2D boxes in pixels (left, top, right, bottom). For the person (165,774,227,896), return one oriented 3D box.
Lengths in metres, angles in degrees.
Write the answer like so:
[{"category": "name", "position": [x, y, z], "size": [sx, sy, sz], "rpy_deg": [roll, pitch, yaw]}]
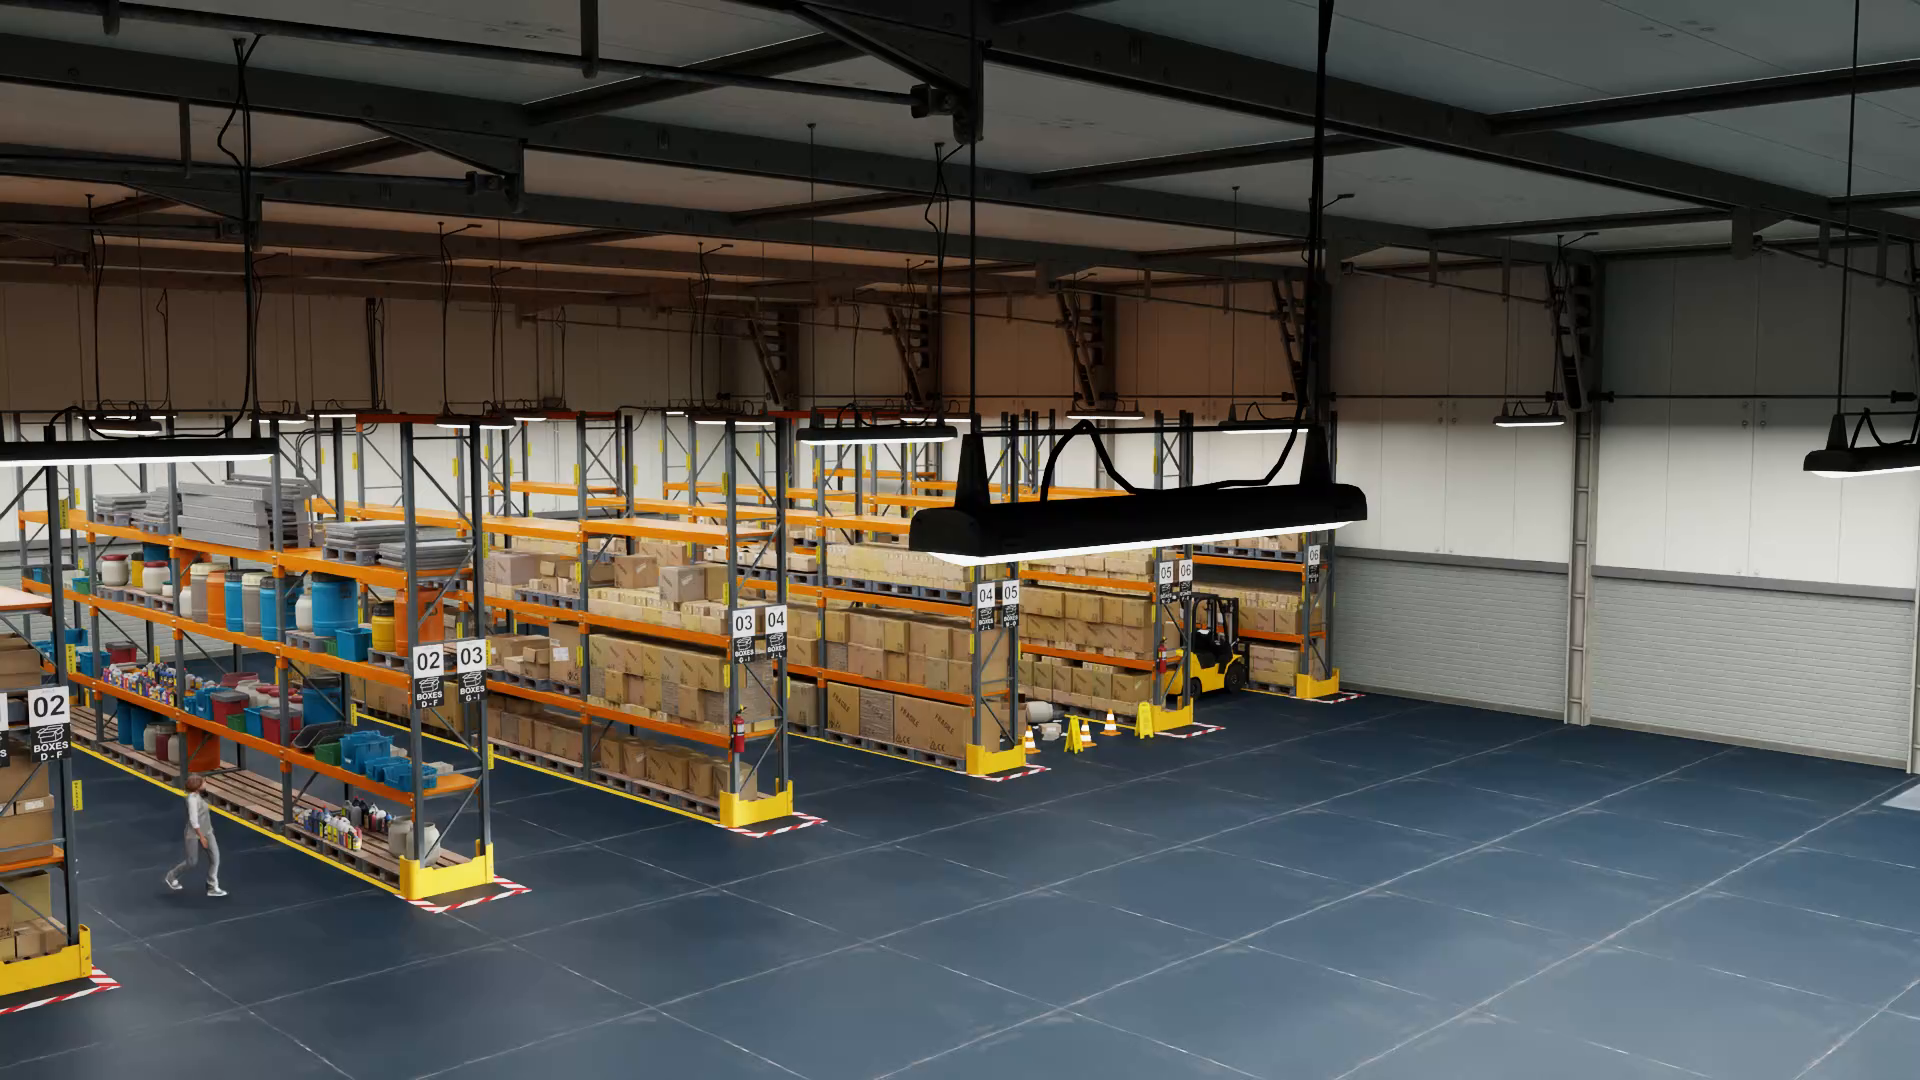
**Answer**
[{"category": "person", "position": [-9.672, 3.721, 21.006], "size": [0.805, 1.552, 0.393], "rpy_deg": [2, 5, 21]}]
